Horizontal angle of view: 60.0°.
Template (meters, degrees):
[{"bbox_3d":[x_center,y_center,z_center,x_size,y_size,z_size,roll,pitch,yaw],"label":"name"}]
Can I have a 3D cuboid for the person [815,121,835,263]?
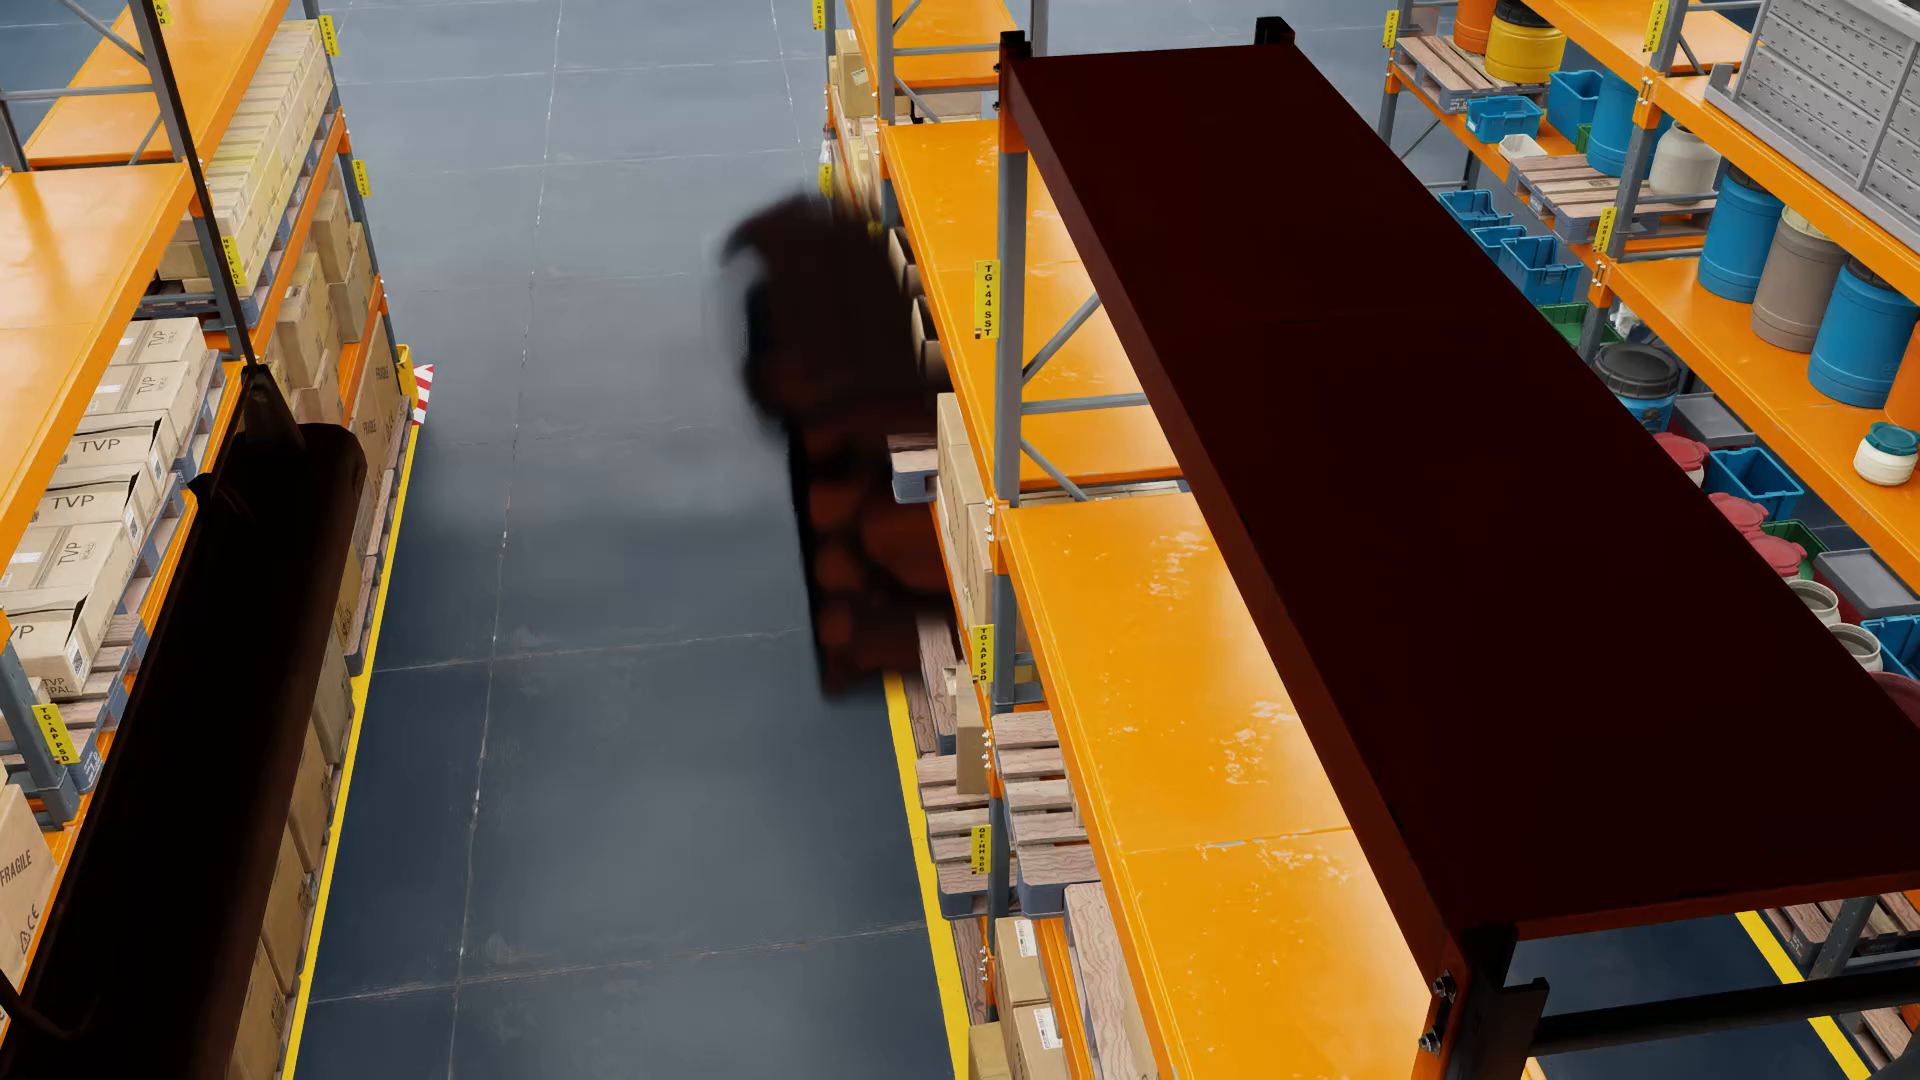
[{"bbox_3d":[-1.253,-3.531,16.964,0.328,1.636,0.506,-20,41,-25],"label":"person"}]

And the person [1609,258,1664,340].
[{"bbox_3d":[6.393,-2.652,15.700,0.539,1.666,0.712,2,36,3],"label":"person"}]
